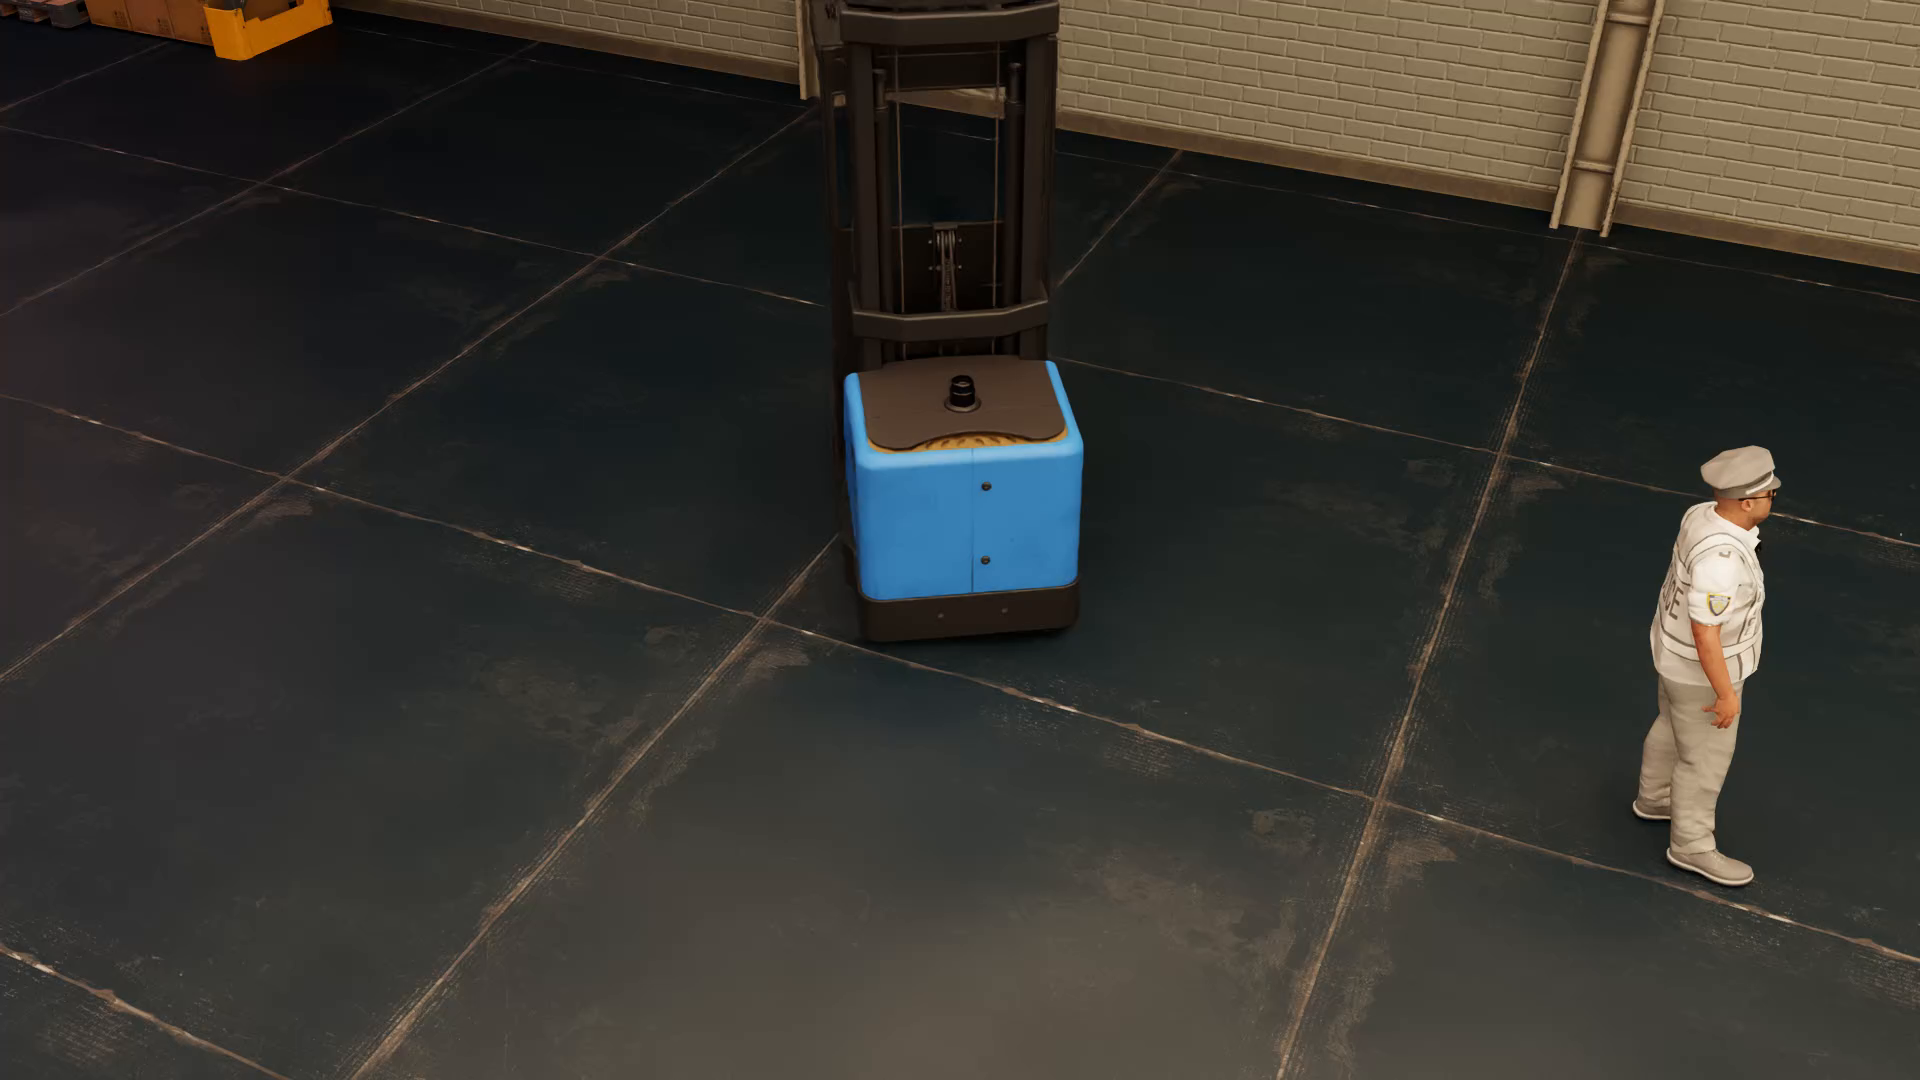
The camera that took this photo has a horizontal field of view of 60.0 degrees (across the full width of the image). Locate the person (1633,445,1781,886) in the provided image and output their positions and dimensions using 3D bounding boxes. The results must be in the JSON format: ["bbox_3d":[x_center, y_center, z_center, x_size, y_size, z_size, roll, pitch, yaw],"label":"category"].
[{"bbox_3d":[2.960,0.457,6.423,0.575,1.780,0.640,8,36,11],"label":"person"}]

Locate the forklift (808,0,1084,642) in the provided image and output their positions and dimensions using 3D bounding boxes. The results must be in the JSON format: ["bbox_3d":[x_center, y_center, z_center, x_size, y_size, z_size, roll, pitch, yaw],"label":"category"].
[{"bbox_3d":[-0.134,-1.558,8.270,1.130,2.935,3.031,-4,36,-6],"label":"forklift"}]
